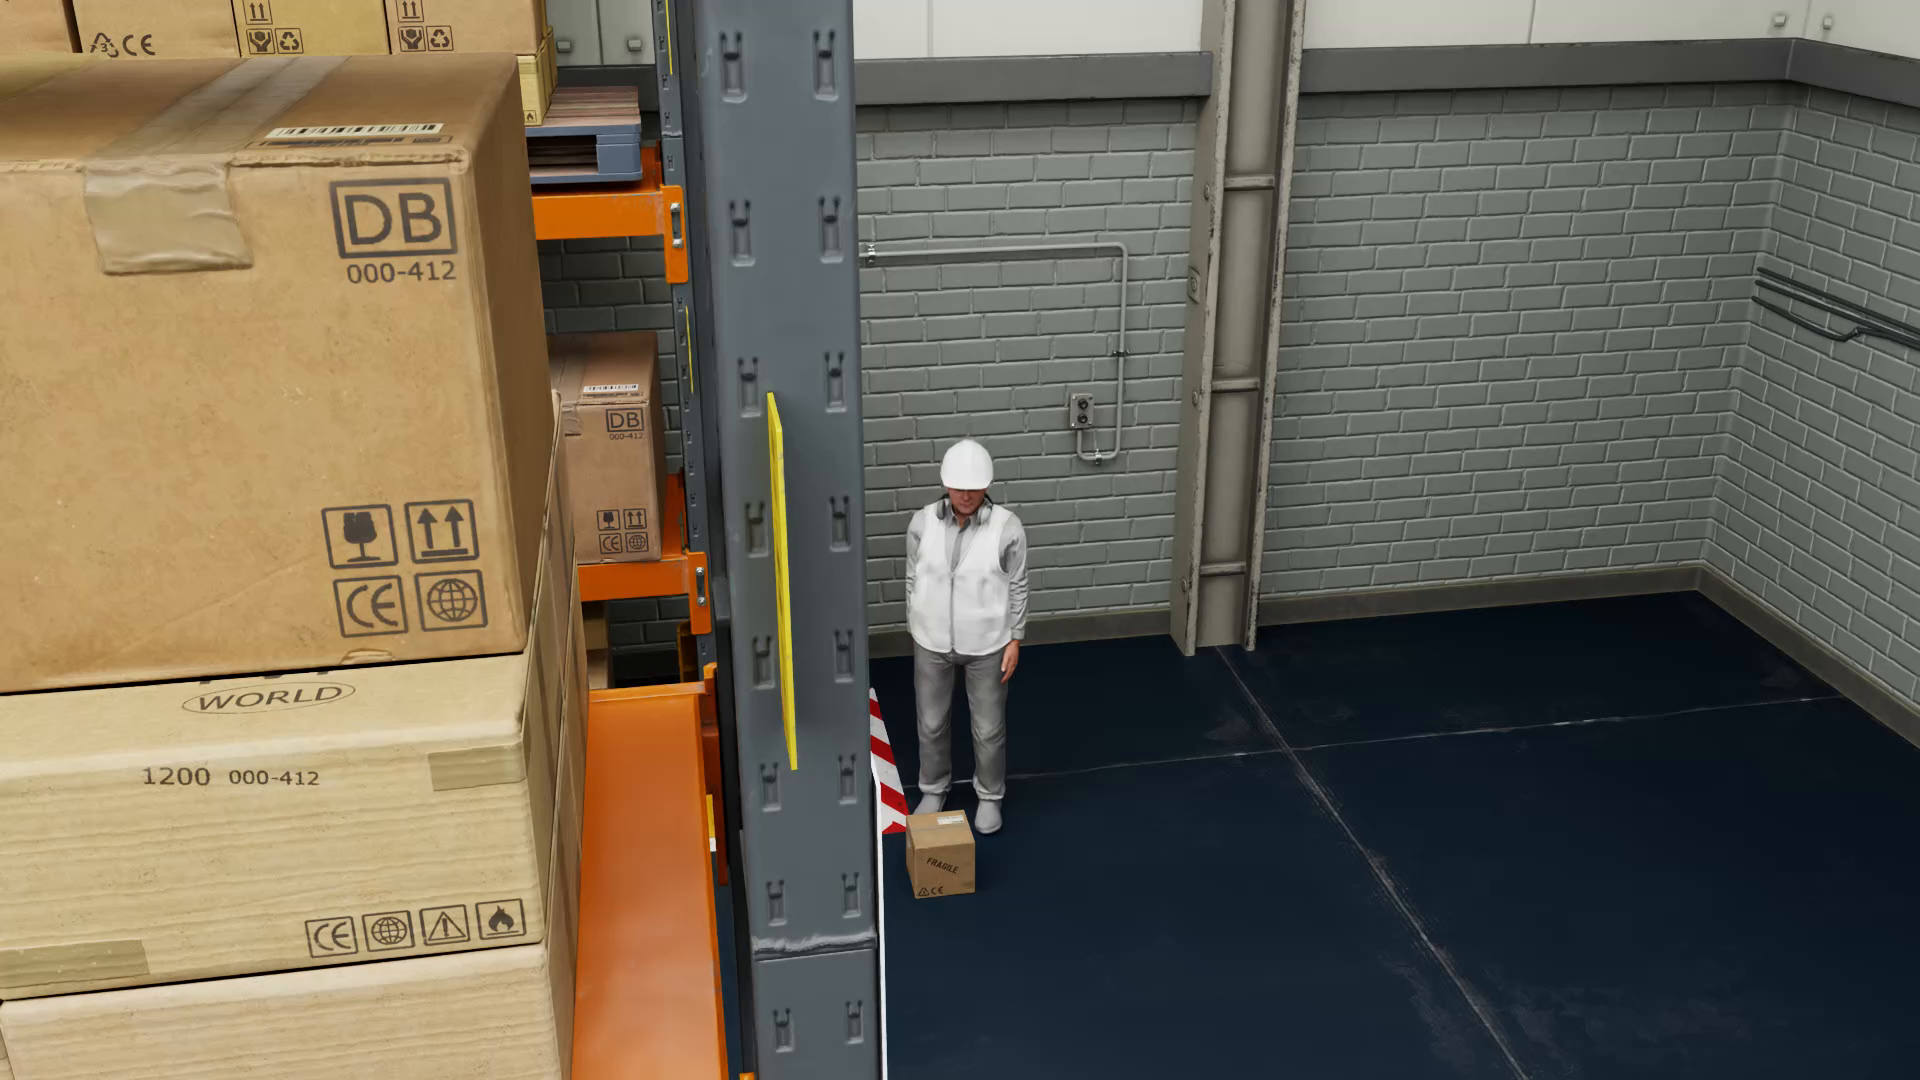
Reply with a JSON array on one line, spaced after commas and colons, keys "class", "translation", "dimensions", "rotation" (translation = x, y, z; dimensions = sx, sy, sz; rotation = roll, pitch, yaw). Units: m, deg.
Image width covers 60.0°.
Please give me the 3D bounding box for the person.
[{"class": "person", "translation": [0.024, 0.421, 7.092], "dimensions": [0.533, 1.764, 0.360], "rotation": [5, 24, 11]}]
